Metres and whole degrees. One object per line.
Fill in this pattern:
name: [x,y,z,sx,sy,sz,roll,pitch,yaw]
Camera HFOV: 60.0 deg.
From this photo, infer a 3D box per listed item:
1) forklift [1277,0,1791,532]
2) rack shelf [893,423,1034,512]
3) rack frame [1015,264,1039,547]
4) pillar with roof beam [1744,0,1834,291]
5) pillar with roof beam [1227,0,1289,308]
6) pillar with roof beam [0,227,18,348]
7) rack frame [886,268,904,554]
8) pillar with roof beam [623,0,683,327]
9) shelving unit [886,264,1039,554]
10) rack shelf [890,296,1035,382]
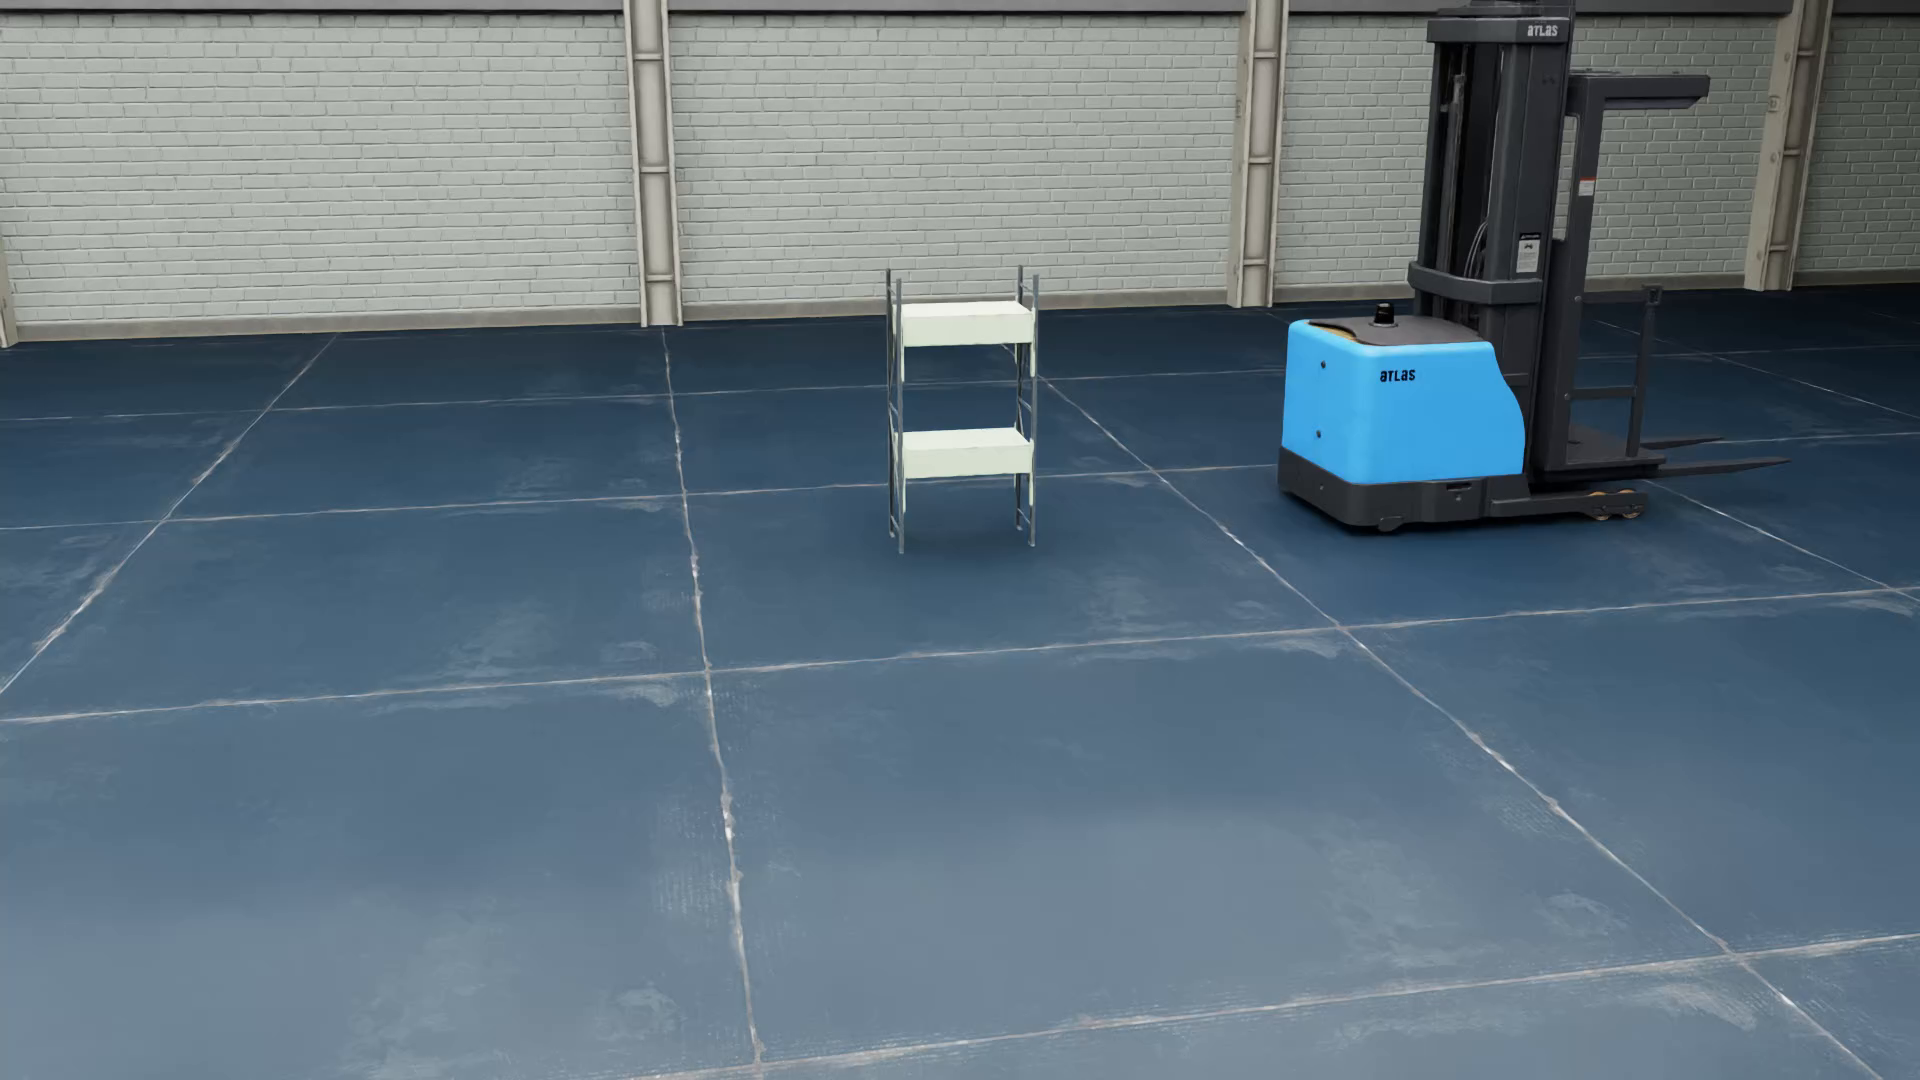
forklift: [3.521,-1.661,9.727,3.031,2.935,1.130,-4,18,-13]
rack shelf: [0.007,-0.406,9.189,0.720,0.370,0.431,-3,17,-10]
rack frame: [0.366,-0.738,9.159,0.023,1.500,0.400,-3,17,-10]
pillar with roof beam: [9.705,-5.829,12.964,0.400,9.000,9.100,-3,17,-10]
pillar with roof beam: [3.814,-5.495,11.876,0.400,9.000,9.100,-3,17,-10]
pillar with roof beam: [-7.968,-4.827,9.700,0.400,9.000,9.100,-3,17,-10]
rack frame: [-0.353,-0.697,9.026,0.023,1.500,0.400,-3,17,-10]
pillar with roof beam: [-2.077,-5.161,10.788,0.400,9.000,9.100,-3,17,-10]
shelving unit: [0.007,-0.717,9.093,0.755,1.500,0.431,-3,17,-10]
rack shelf: [0.007,-1.090,8.978,0.720,0.370,0.431,-3,17,-10]
